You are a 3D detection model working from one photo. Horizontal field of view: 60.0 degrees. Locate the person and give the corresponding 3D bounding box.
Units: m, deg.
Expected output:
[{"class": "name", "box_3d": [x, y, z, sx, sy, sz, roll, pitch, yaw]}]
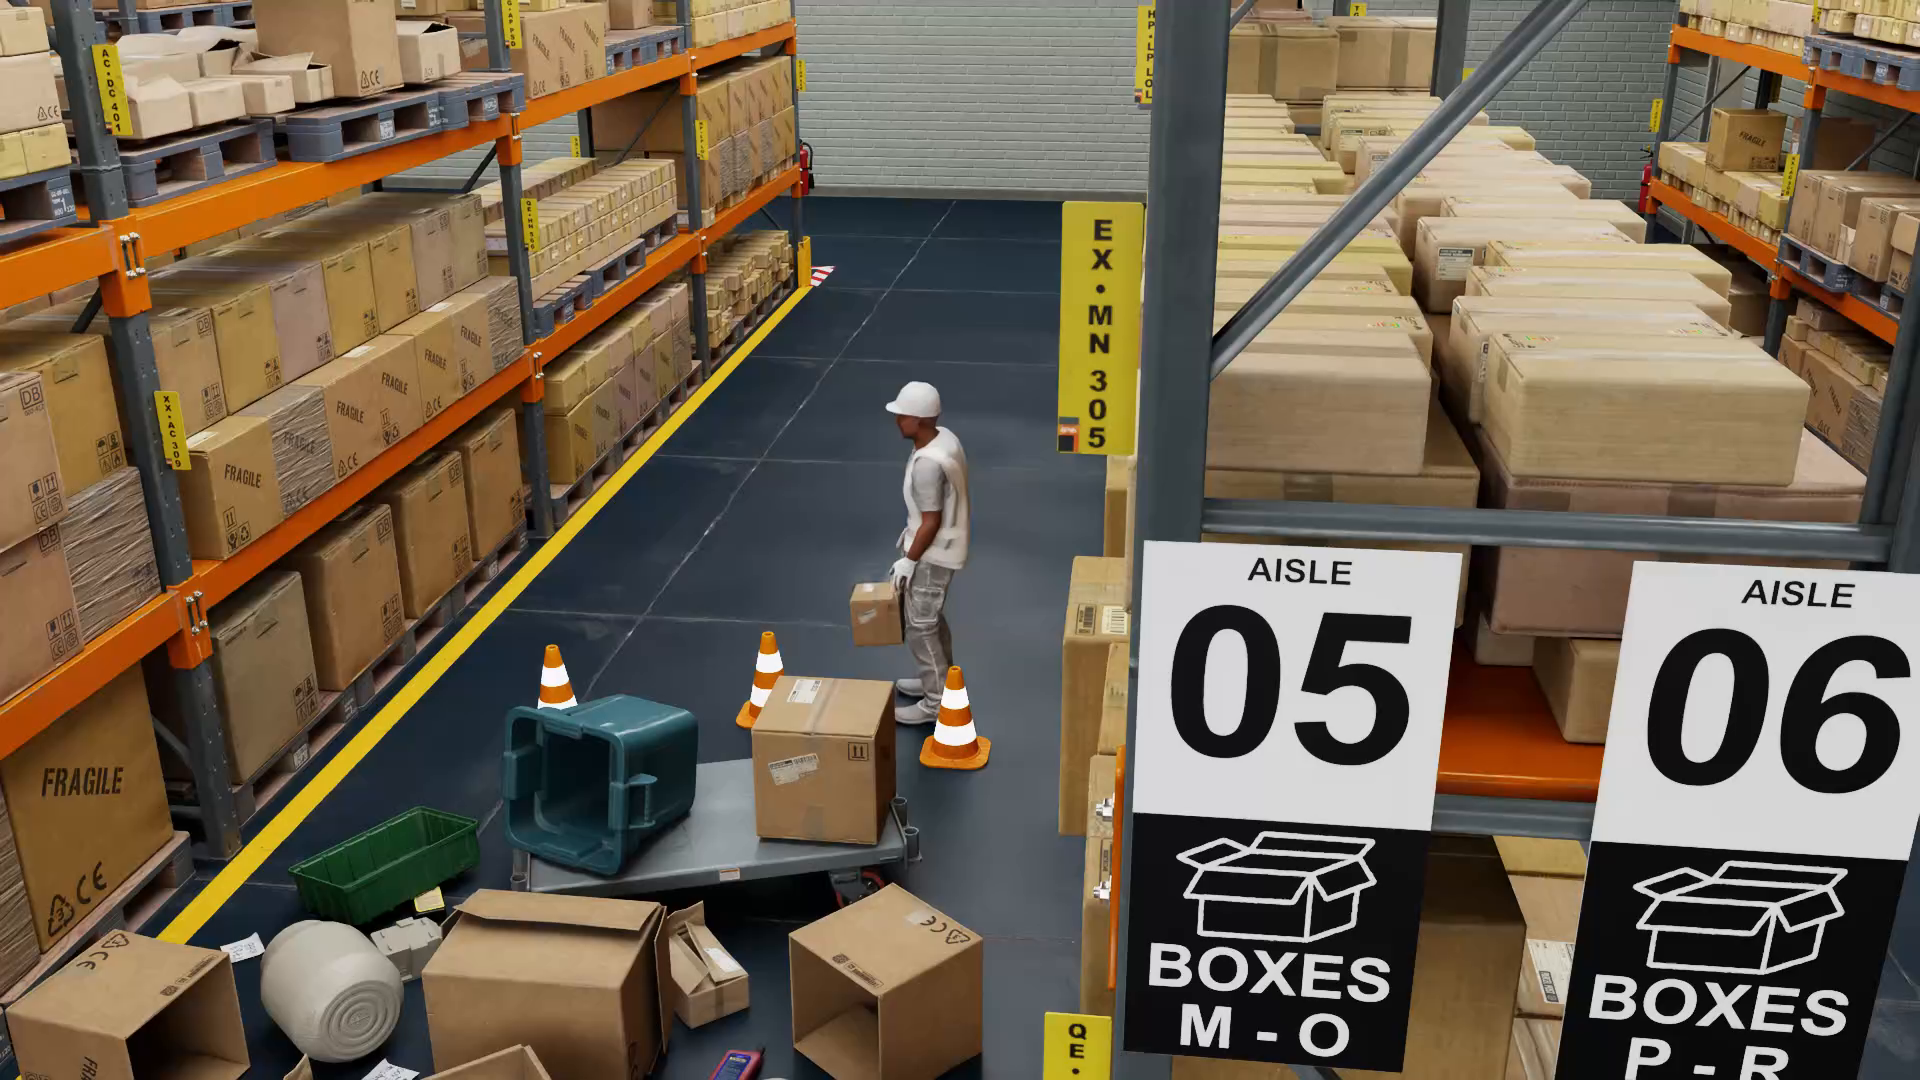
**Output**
[{"class": "person", "box_3d": [-0.156, 0.063, 8.393, 0.411, 1.780, 0.575, 1, 21, 4]}]
